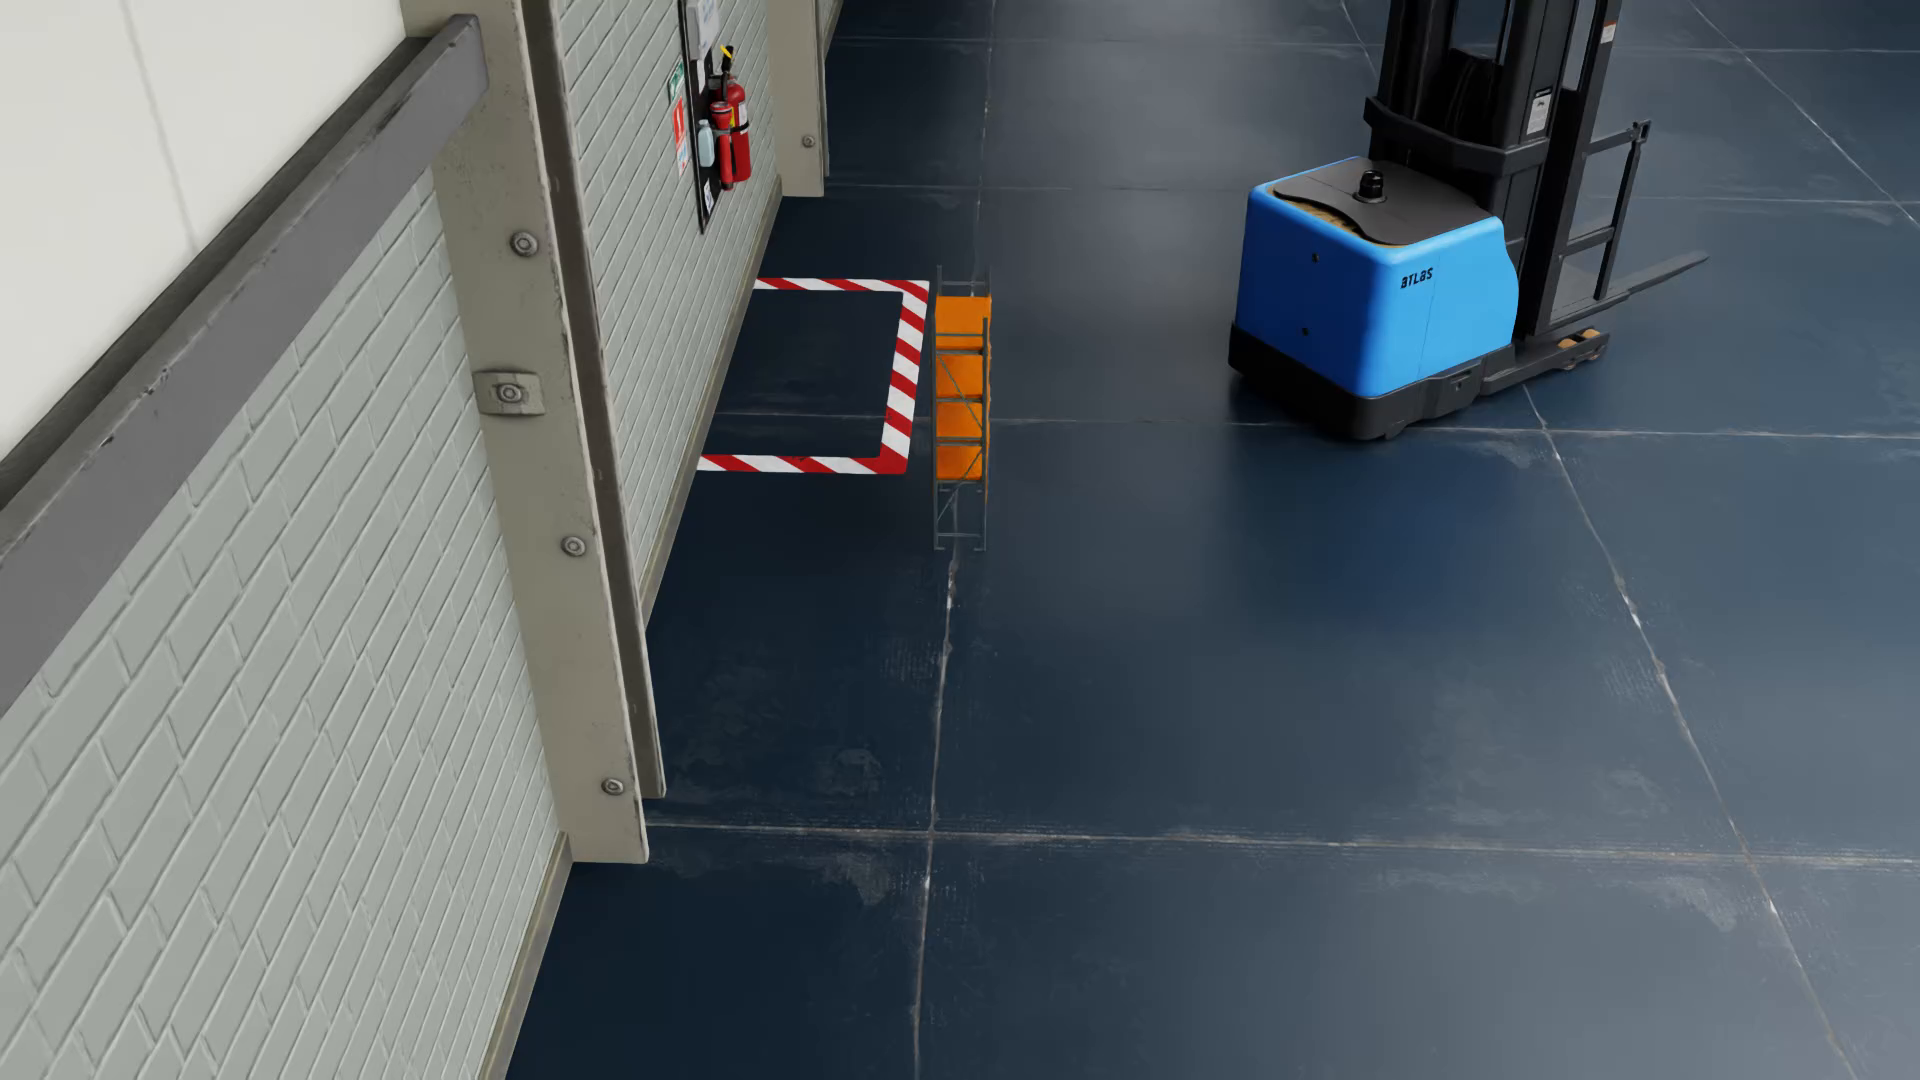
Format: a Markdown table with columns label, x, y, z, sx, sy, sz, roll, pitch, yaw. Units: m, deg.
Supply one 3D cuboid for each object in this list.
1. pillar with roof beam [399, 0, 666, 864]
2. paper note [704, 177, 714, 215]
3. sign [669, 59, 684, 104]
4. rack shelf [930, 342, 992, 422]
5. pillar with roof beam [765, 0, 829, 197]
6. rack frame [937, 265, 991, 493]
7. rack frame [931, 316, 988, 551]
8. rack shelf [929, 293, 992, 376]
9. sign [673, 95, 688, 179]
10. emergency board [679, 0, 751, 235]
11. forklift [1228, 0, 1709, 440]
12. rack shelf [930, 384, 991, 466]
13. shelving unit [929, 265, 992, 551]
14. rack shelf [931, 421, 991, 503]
| label | x | y | z | sx | sy | sz | roll | pitch | yaw |
| --- | --- | --- | --- | --- | --- | --- | --- | --- | --- |
| pillar with roof beam | 3.012 | -2.519 | 3.508 | 9.100 | 9.000 | 0.400 | 1 | 35 | 2 |
| paper note | -1.262 | -1.732 | 8.372 | 0.016 | 0.148 | 0.142 | 1 | 35 | 2 |
| sign | -1.302 | -2.111 | 7.653 | 0.001 | 0.109 | 0.331 | 1 | 35 | 2 |
| rack shelf | 0.007 | -0.714 | 7.450 | 0.258 | 0.148 | 0.480 | 1 | 35 | 2 |
| pillar with roof beam | 3.253 | -5.966 | 8.413 | 9.100 | 9.000 | 0.400 | 1 | 35 | 2 |
| rack frame | 0.016 | -0.726 | 7.740 | 0.240 | 1.200 | 0.015 | 1 | 35 | 2 |
| rack frame | -0.003 | -0.446 | 7.341 | 0.240 | 1.200 | 0.015 | 1 | 35 | 2 |
| rack shelf | 0.007 | -0.907 | 7.314 | 0.258 | 0.148 | 0.480 | 1 | 35 | 2 |
| sign | -1.312 | -1.892 | 7.802 | 0.001 | 0.329 | 0.234 | 1 | 35 | 2 |
| emergency board | -1.186 | -2.192 | 8.261 | 0.194 | 1.169 | 0.643 | 1 | 35 | 2 |
| forklift | 2.954 | -2.356 | 8.554 | 3.031 | 2.935 | 1.130 | -21 | 40 | -27 |
| rack shelf | 0.007 | -0.531 | 7.579 | 0.258 | 0.148 | 0.480 | 1 | 35 | 2 |
| shelving unit | 0.007 | -0.586 | 7.540 | 0.258 | 1.200 | 0.503 | 1 | 35 | 2 |
| rack shelf | 0.007 | -0.368 | 7.693 | 0.258 | 0.148 | 0.480 | 1 | 35 | 2 |
